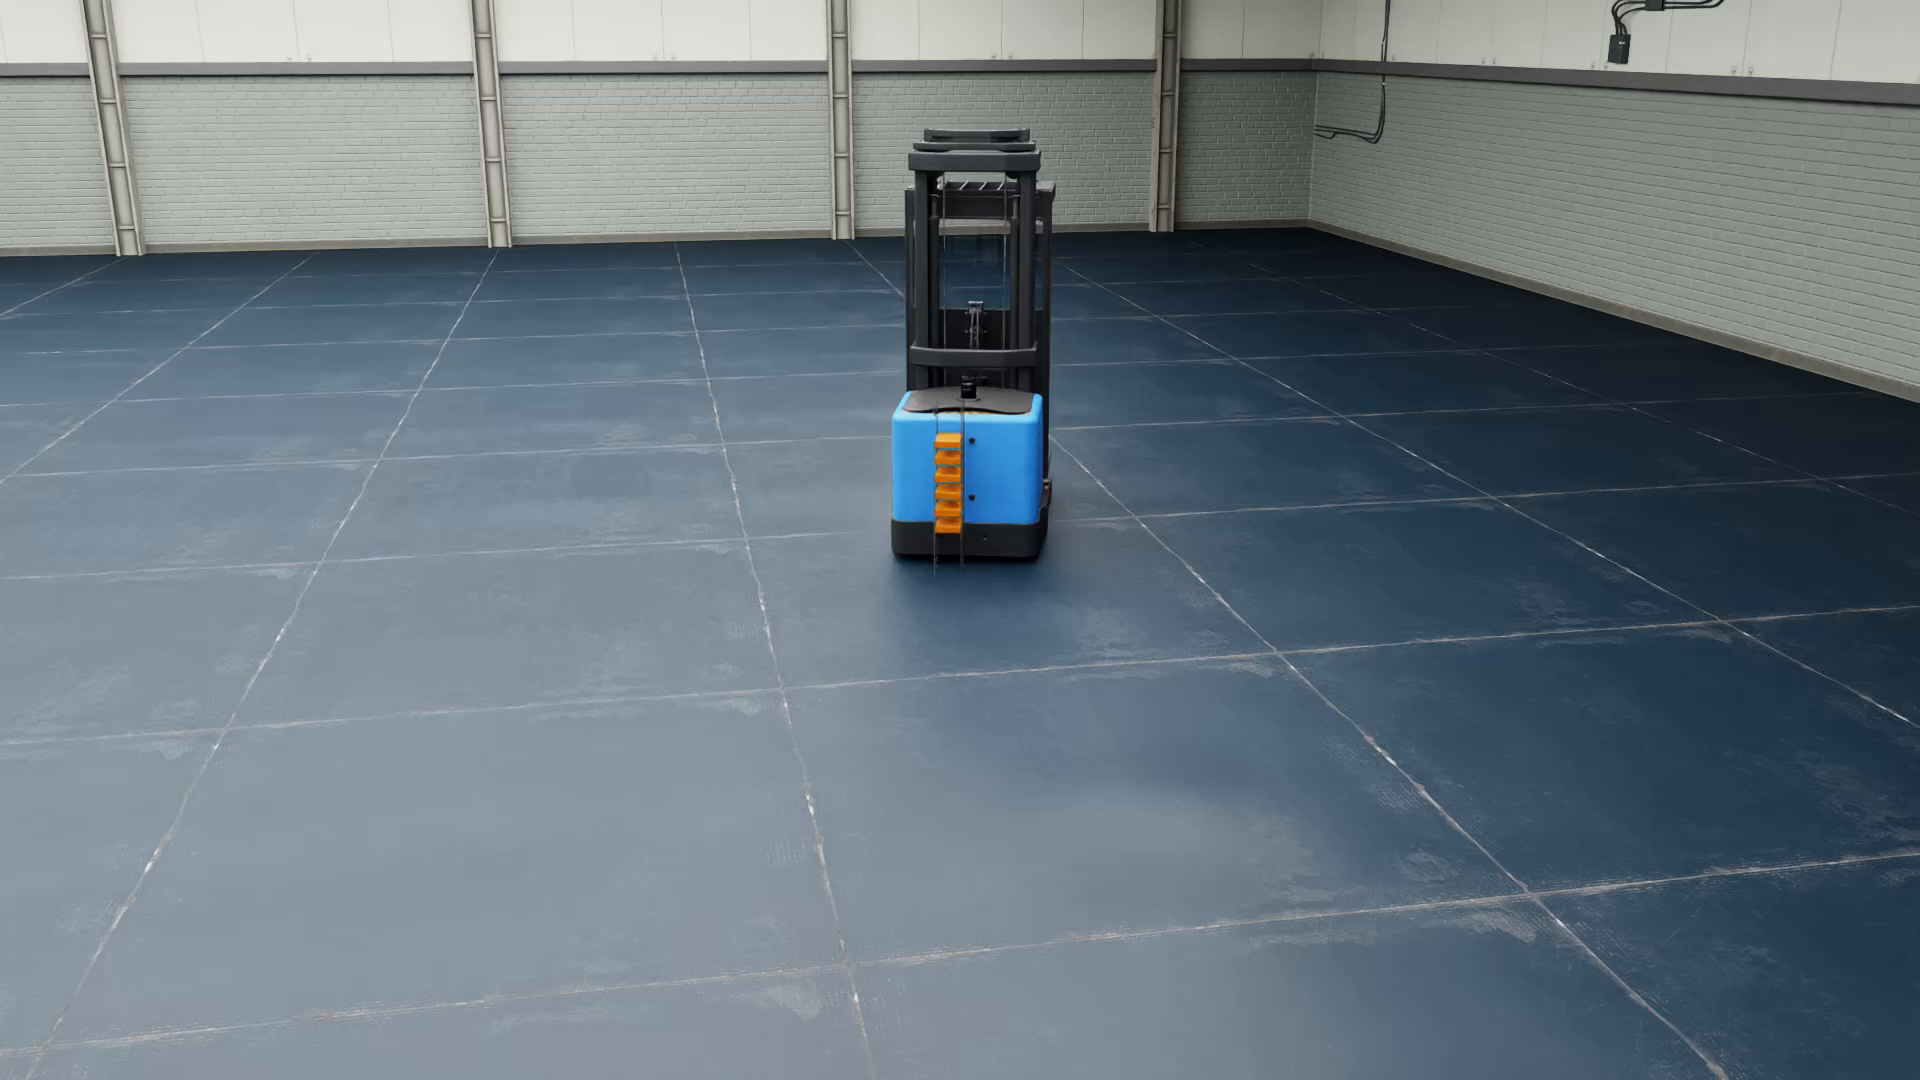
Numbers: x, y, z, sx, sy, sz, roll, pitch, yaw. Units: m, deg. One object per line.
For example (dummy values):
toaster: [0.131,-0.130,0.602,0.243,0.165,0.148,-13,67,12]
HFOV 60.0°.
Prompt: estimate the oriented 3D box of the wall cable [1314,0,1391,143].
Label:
wall cable: [6.913,-8.396,29.609,0.112,2.526,3.097,-3,17,-10]

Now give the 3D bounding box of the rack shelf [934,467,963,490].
rack shelf: [-0.075,-0.427,11.400,0.180,0.103,0.258,1,17,5]

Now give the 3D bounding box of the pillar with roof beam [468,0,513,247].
pillar with roof beam: [-7.195,-8.188,23.644,0.400,9.000,9.100,-3,17,-10]

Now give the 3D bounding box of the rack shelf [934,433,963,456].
rack shelf: [-0.075,-0.656,11.329,0.180,0.103,0.258,1,17,5]

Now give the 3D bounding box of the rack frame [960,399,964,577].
rack frame: [0.016,-0.352,11.414,0.006,1.200,0.240,1,17,5]

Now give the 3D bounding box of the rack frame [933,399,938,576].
rack frame: [-0.166,-0.357,11.430,0.006,1.200,0.240,1,17,5]

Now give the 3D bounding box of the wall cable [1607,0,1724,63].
wall cable: [8.699,-8.768,19.741,0.169,6.003,2.305,-3,17,-10]

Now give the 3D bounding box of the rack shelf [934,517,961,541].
rack shelf: [-0.075,-0.083,11.506,0.180,0.103,0.258,1,17,5]

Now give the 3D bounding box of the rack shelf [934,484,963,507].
rack shelf: [-0.075,-0.312,11.435,0.180,0.103,0.258,1,17,5]

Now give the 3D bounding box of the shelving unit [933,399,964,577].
shelving unit: [-0.075,-0.355,11.422,0.189,1.200,0.258,1,17,5]

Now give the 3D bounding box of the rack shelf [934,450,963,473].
rack shelf: [-0.075,-0.541,11.364,0.180,0.103,0.258,1,17,5]

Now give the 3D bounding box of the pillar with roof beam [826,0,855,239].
pillar with roof beam: [-1.304,-8.522,24.732,0.400,9.000,9.100,-3,17,-10]

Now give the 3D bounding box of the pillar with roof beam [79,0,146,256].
pillar with roof beam: [-13.086,-7.854,22.555,0.400,9.000,9.100,-3,17,-10]

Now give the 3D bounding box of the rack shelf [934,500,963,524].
rack shelf: [-0.075,-0.197,11.470,0.180,0.103,0.258,1,17,5]

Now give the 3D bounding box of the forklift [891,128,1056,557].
forklift: [0.158,-1.666,12.744,1.130,2.935,3.031,1,17,5]
